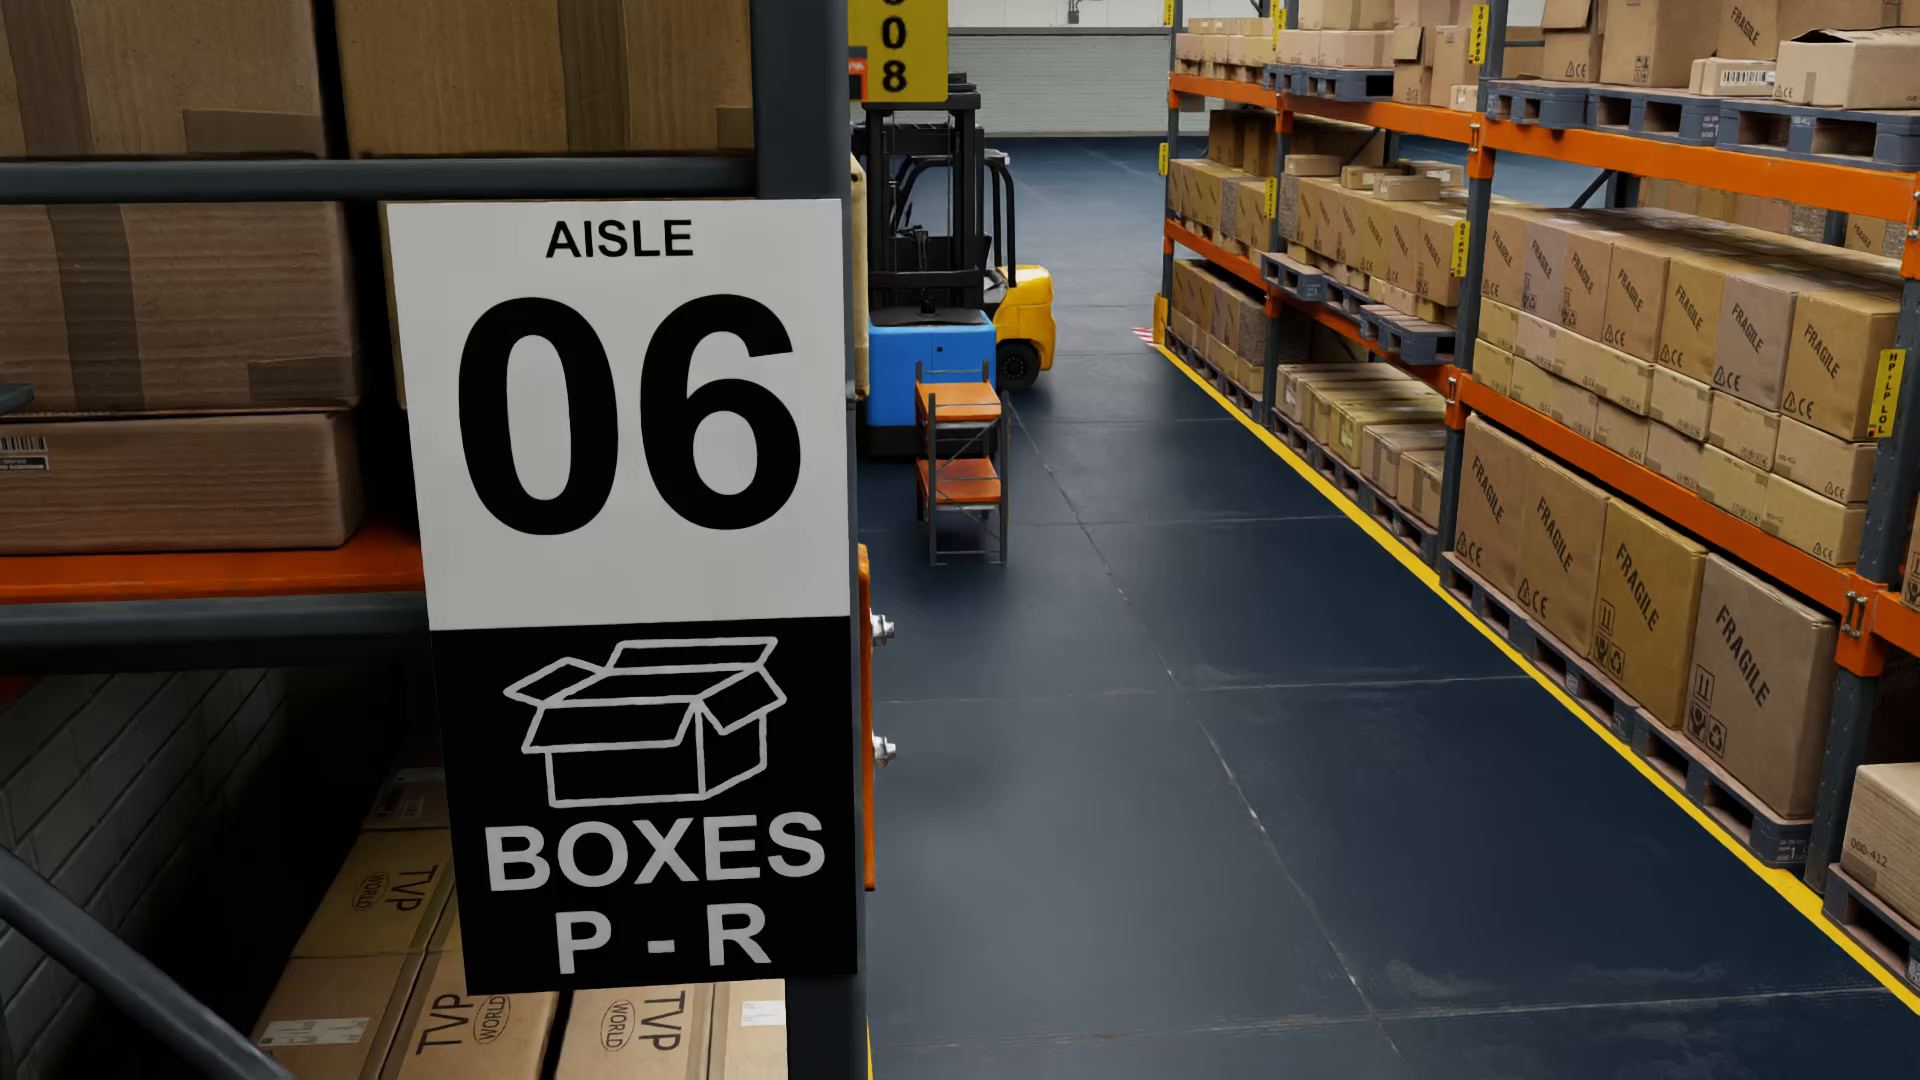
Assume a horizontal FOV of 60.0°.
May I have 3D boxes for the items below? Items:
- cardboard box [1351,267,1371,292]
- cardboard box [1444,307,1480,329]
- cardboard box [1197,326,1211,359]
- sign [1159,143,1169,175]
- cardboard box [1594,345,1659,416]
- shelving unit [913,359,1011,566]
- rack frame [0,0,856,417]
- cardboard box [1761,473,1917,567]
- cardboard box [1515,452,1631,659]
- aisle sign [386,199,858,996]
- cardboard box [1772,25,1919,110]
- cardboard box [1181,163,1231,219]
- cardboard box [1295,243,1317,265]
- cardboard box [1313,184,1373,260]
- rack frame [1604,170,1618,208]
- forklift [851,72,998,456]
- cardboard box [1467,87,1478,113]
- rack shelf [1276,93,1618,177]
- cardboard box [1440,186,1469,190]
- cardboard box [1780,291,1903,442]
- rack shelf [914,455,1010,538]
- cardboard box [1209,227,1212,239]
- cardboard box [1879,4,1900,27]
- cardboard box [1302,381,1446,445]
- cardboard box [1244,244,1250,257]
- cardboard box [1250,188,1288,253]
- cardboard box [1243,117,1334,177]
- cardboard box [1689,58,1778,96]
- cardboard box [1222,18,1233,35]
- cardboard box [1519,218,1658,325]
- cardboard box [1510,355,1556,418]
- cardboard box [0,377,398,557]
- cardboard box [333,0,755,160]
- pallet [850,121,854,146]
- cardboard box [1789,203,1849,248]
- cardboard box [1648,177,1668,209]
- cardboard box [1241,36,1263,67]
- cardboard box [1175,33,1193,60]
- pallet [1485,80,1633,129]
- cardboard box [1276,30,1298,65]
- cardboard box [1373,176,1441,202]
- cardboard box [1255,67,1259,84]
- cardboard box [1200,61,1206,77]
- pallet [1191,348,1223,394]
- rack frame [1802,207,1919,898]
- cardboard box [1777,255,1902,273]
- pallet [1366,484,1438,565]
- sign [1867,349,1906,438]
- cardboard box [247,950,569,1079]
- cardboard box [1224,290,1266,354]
[{"bbox_3d":[3.004,-1.861,11.815,0.380,0.149,0.250,-2,18,-7],"label":"cardboard box"},{"bbox_3d":[3.243,-1.402,10.353,0.380,0.149,0.250,-1,17,-4],"label":"cardboard box"},{"bbox_3d":[2.608,-1.939,16.236,0.500,0.250,0.500,-1,17,-2],"label":"cardboard box"},{"bbox_3d":[2.146,-4.011,17.499,0.100,0.325,0.005,-2,18,-6],"label":"sign"},{"bbox_3d":[3.448,-0.785,8.085,0.500,0.250,0.500,-1,17,-5],"label":"cardboard box"},{"bbox_3d":[0.001,-0.535,11.002,0.538,1.125,1.048,-2,18,-6],"label":"shelving unit"},{"bbox_3d":[-0.601,-1.555,1.107,1.000,3.000,0.127,-2,18,-6],"label":"rack frame"},{"bbox_3d":[3.626,-0.093,6.717,0.500,0.250,0.500,-2,18,-7],"label":"cardboard box"},{"bbox_3d":[3.587,0.057,8.835,0.875,0.875,0.875,-2,17,-5],"label":"cardboard box"},{"bbox_3d":[-0.302,0.078,1.581,0.394,0.787,0.004,-2,18,-6],"label":"aisle sign"},{"bbox_3d":[3.624,-1.884,6.611,0.500,0.311,0.500,-2,18,-6],"label":"cardboard box"},{"bbox_3d":[2.515,-3.500,16.654,0.500,0.500,0.500,-1,17,-4],"label":"cardboard box"},{"bbox_3d":[2.858,-2.254,13.067,0.380,0.149,0.250,-1,17,-5],"label":"cardboard box"},{"bbox_3d":[2.951,-2.367,12.344,0.500,0.500,0.500,-2,18,-6],"label":"cardboard box"},{"bbox_3d":[7.599,-3.797,18.265,1.000,3.000,0.127,-2,18,-6],"label":"rack frame"},{"bbox_3d":[-0.372,-2.455,14.103,1.130,2.935,3.031,-2,18,-6],"label":"forklift"},{"bbox_3d":[3.270,-2.629,9.956,0.380,0.149,0.250,-2,18,-6],"label":"cardboard box"},{"bbox_3d":[3.305,-2.915,11.646,1.077,0.370,4.000,-2,18,-6],"label":"rack shelf"},{"bbox_3d":[3.474,-2.380,12.387,0.500,0.500,0.500,-1,17,-4],"label":"cardboard box"},{"bbox_3d":[3.628,-0.689,6.528,0.500,0.500,0.500,-1,17,-4],"label":"cardboard box"},{"bbox_3d":[0.001,-0.301,11.075,0.538,0.278,1.000,-2,18,-6],"label":"rack shelf"},{"bbox_3d":[2.629,-3.001,16.146,0.380,0.149,0.250,-1,17,-4],"label":"cardboard box"},{"bbox_3d":[7.705,-4.494,14.361,0.500,0.250,0.500,-2,18,-6],"label":"cardboard box"},{"bbox_3d":[3.232,-0.999,13.037,0.950,0.372,0.625,-1,17,-2],"label":"cardboard box"},{"bbox_3d":[2.768,-2.618,14.927,0.380,0.149,0.250,-2,18,-6],"label":"cardboard box"},{"bbox_3d":[2.805,-2.737,14.224,0.500,0.500,0.500,-2,18,-7],"label":"cardboard box"},{"bbox_3d":[3.069,-3.683,15.567,0.700,0.500,0.500,-2,18,-6],"label":"cardboard box"},{"bbox_3d":[3.579,-2.118,7.596,0.380,0.166,0.250,0,17,-1],"label":"cardboard box"},{"bbox_3d":[2.594,-4.661,15.096,0.380,0.149,0.250,-2,17,-5],"label":"cardboard box"},{"bbox_3d":[3.379,-1.454,8.963,0.500,0.500,0.500,-2,18,-5],"label":"cardboard box"},{"bbox_3d":[3.382,-0.853,9.138,0.500,0.250,0.500,-2,18,-7],"label":"cardboard box"},{"bbox_3d":[-0.864,-0.092,1.875,0.380,0.149,0.250,-1,17,-4],"label":"cardboard box"},{"bbox_3d":[-0.397,-0.573,1.905,0.500,0.250,0.500,-2,18,-6],"label":"cardboard box"},{"bbox_3d":[-1.011,-1.423,6.006,1.213,0.211,1.003,-2,18,-6],"label":"pallet"},{"bbox_3d":[7.962,-2.787,14.795,0.875,0.550,0.550,-2,18,-6],"label":"cardboard box"},{"bbox_3d":[7.761,-3.597,17.375,0.875,0.550,0.550,-2,18,-6],"label":"cardboard box"},{"bbox_3d":[2.732,-4.198,14.286,0.500,0.250,0.500,-2,18,-7],"label":"cardboard box"},{"bbox_3d":[2.473,-4.958,16.707,0.500,0.250,0.500,-2,18,-7],"label":"cardboard box"},{"bbox_3d":[3.630,-2.382,9.063,1.213,0.211,1.003,-1,17,-3],"label":"pallet"},{"bbox_3d":[2.760,-3.796,12.802,0.500,0.250,0.500,-2,18,-7],"label":"cardboard box"},{"bbox_3d":[3.062,-2.409,11.395,0.380,0.149,0.250,-3,18,-8],"label":"cardboard box"},{"bbox_3d":[2.794,-4.049,14.478,0.380,0.149,0.250,-2,18,-8],"label":"cardboard box"},{"bbox_3d":[2.556,-4.588,16.196,0.380,0.149,0.250,-2,18,-6],"label":"cardboard box"},{"bbox_3d":[2.865,-1.655,16.098,1.003,0.211,1.213,-2,18,-6],"label":"pallet"},{"bbox_3d":[3.923,-0.039,6.294,1.000,3.000,0.127,-2,18,-6],"label":"rack frame"},{"bbox_3d":[4.035,-1.004,7.531,0.500,0.500,0.500,-2,18,-7],"label":"cardboard box"},{"bbox_3d":[3.432,-0.133,11.249,1.003,0.211,1.213,-2,18,-6],"label":"pallet"},{"bbox_3d":[3.385,-0.534,6.070,0.100,0.325,0.005,-2,18,-6],"label":"sign"},{"bbox_3d":[-0.964,0.954,2.884,0.500,0.250,0.500,-2,18,-5],"label":"cardboard box"},{"bbox_3d":[2.716,-1.988,15.140,0.500,0.500,0.500,-1,17,-5],"label":"cardboard box"}]
